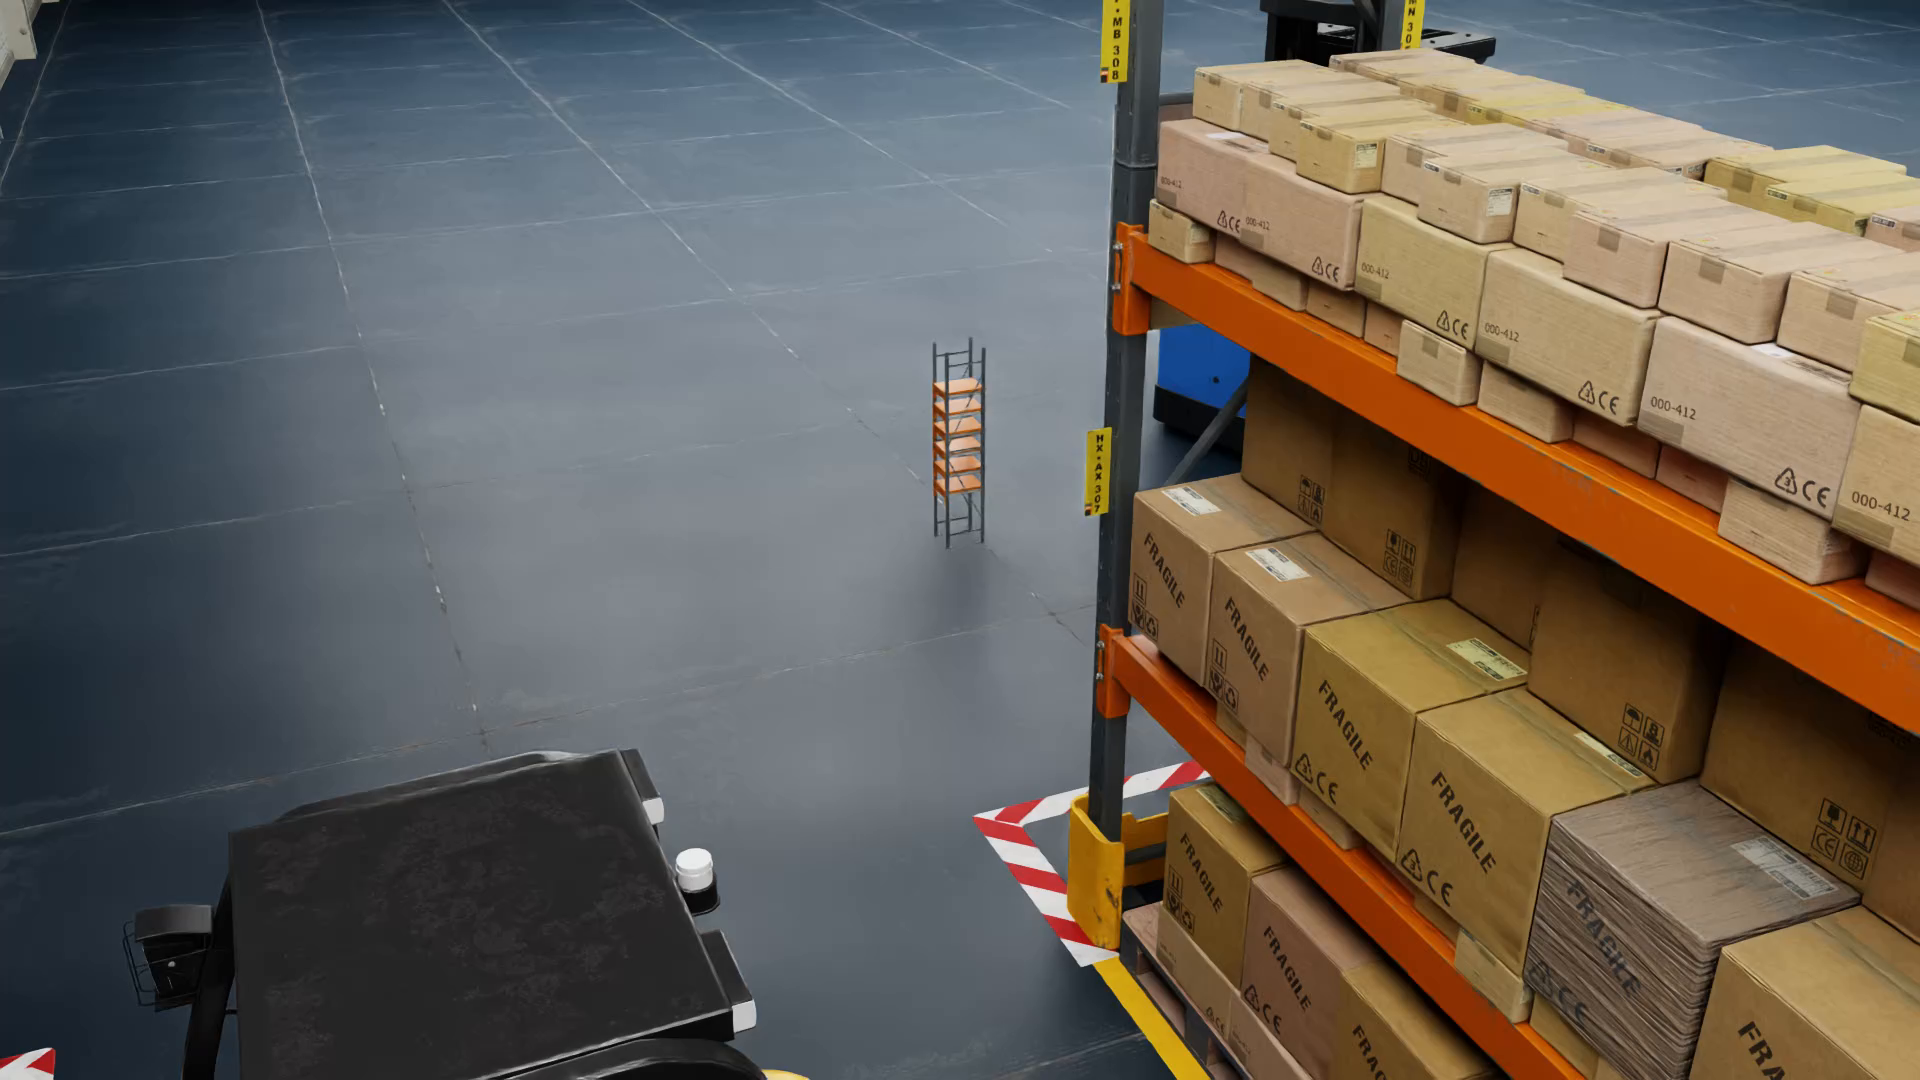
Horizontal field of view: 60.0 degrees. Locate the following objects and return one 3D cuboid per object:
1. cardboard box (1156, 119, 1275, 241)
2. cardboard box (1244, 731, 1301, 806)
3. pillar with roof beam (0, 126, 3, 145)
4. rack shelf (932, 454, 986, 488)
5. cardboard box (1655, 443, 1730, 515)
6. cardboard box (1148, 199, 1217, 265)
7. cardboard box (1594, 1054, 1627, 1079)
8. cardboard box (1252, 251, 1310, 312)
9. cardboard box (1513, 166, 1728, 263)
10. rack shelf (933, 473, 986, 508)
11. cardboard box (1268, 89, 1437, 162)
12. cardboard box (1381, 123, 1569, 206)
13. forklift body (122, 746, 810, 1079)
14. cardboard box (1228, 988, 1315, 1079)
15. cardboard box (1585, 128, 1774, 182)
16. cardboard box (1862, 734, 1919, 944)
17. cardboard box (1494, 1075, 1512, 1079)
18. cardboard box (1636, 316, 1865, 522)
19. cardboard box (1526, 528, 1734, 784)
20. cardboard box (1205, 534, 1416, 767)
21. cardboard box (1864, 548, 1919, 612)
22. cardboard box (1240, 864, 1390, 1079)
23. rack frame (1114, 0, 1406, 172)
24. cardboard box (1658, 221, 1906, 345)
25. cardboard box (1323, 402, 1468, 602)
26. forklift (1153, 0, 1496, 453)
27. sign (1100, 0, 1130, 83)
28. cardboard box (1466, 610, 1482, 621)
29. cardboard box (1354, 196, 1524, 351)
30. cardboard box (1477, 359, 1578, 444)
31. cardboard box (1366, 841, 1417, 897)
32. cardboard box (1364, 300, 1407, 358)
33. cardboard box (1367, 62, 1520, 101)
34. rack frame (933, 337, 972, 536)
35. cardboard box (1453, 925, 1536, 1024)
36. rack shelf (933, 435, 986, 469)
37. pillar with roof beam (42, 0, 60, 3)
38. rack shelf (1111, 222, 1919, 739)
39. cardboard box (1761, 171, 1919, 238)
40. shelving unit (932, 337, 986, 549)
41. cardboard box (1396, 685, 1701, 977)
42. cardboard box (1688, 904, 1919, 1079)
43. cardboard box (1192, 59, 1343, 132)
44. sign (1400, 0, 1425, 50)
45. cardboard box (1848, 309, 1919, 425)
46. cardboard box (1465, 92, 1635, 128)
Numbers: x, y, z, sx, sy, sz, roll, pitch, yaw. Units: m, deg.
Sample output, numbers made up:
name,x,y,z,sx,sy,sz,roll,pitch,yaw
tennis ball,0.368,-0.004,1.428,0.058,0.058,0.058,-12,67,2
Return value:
name,x,y,z,sx,sy,sz,roll,pitch,yaw
cardboard box,0.938,-1.108,5.014,0.500,0.250,0.500,-11,28,-22
cardboard box,1.127,0.674,5.237,0.380,0.149,0.250,-10,28,-20
pillar with roof beam,-7.224,-9.355,18.653,9.100,9.000,0.400,-11,28,-21
rack shelf,-0.006,-0.397,9.571,0.258,0.103,0.180,-11,28,-21
cardboard box,1.735,-0.175,3.557,0.380,0.149,0.250,-10,28,-19
cardboard box,0.818,-0.988,5.222,0.380,0.149,0.250,-11,28,-21
cardboard box,1.746,1.298,3.959,0.380,0.149,0.250,-11,28,-21
cardboard box,1.075,-0.785,4.805,0.380,0.149,0.250,-10,28,-19
cardboard box,1.505,-0.738,3.801,0.380,0.149,0.250,-10,28,-20
rack shelf,-0.006,-0.289,9.624,0.258,0.103,0.180,-11,28,-21
cardboard box,1.092,-1.147,4.639,0.380,0.149,0.250,-11,28,-21
cardboard box,1.307,-0.949,4.234,0.380,0.149,0.250,-11,28,-21
forklift body,-1.158,1.745,3.724,2.313,2.155,1.214,-11,28,-21
cardboard box,1.241,1.685,5.536,0.500,0.250,0.500,-10,28,-19
cardboard box,1.792,-0.918,4.170,0.380,0.149,0.250,-11,28,-22
cardboard box,2.400,0.619,3.470,0.700,0.500,0.500,-10,28,-20
cardboard box,1.673,1.779,4.489,0.500,0.500,0.500,-9,27,-18
cardboard box,1.747,-0.286,3.330,0.500,0.250,0.500,-11,28,-21
cardboard box,1.941,0.217,4.294,0.700,0.500,0.500,-11,28,-21
cardboard box,1.122,0.326,5.210,0.500,0.500,0.500,-10,28,-19
cardboard box,1.953,0.035,3.126,0.380,0.149,0.250,-12,28,-22
cardboard box,1.266,1.360,5.346,0.500,0.500,0.500,-12,28,-23
rack frame,0.986,-2.638,4.897,1.000,3.000,0.127,-11,28,-21
cardboard box,1.658,-0.524,3.363,0.380,0.149,0.250,-10,28,-20
cardboard box,1.579,-0.196,5.140,0.700,0.500,0.500,-10,28,-20
forklift,2.761,-2.351,11.225,3.031,2.935,1.130,-21,33,-36
sign,0.487,-1.590,5.173,0.100,0.325,0.005,-11,28,-21
cardboard box,1.837,0.456,4.944,0.500,0.500,0.500,-11,28,-21
cardboard box,1.352,-0.699,4.175,0.500,0.250,0.500,-10,28,-19
cardboard box,1.468,-0.368,3.952,0.380,0.149,0.250,-11,28,-22
cardboard box,1.418,0.869,4.838,0.380,0.149,0.250,-10,28,-19
cardboard box,1.302,-0.582,4.391,0.380,0.149,0.250,-11,28,-22
cardboard box,1.456,-1.339,5.033,0.380,0.149,0.250,-10,28,-20
rack frame,-0.042,-0.582,9.574,0.240,1.200,0.006,-11,28,-21
cardboard box,1.539,1.092,4.381,0.380,0.149,0.250,-10,28,-20
rack shelf,-0.006,-0.505,9.518,0.258,0.103,0.180,-11,28,-21
pillar with roof beam,-11.923,-14.199,28.575,9.100,9.000,0.400,-11,28,-21
rack shelf,1.770,-0.160,4.060,1.077,0.370,4.000,-11,28,-21
cardboard box,2.045,-0.718,3.760,0.380,0.149,0.250,-10,28,-20
shelving unit,-0.006,-0.545,9.499,0.258,1.200,0.189,-11,28,-21
cardboard box,1.530,0.736,4.372,0.500,0.500,0.500,-11,28,-22
cardboard box,1.942,1.150,3.522,0.500,0.500,0.500,-10,28,-19
cardboard box,0.938,-1.358,5.070,0.380,0.149,0.250,-11,28,-21
sign,1.505,-1.776,5.540,0.100,0.325,0.005,-11,28,-21
cardboard box,1.814,-0.306,2.917,0.380,0.149,0.250,-10,28,-19
cardboard box,1.625,-1.128,4.601,0.380,0.149,0.250,-10,28,-20
